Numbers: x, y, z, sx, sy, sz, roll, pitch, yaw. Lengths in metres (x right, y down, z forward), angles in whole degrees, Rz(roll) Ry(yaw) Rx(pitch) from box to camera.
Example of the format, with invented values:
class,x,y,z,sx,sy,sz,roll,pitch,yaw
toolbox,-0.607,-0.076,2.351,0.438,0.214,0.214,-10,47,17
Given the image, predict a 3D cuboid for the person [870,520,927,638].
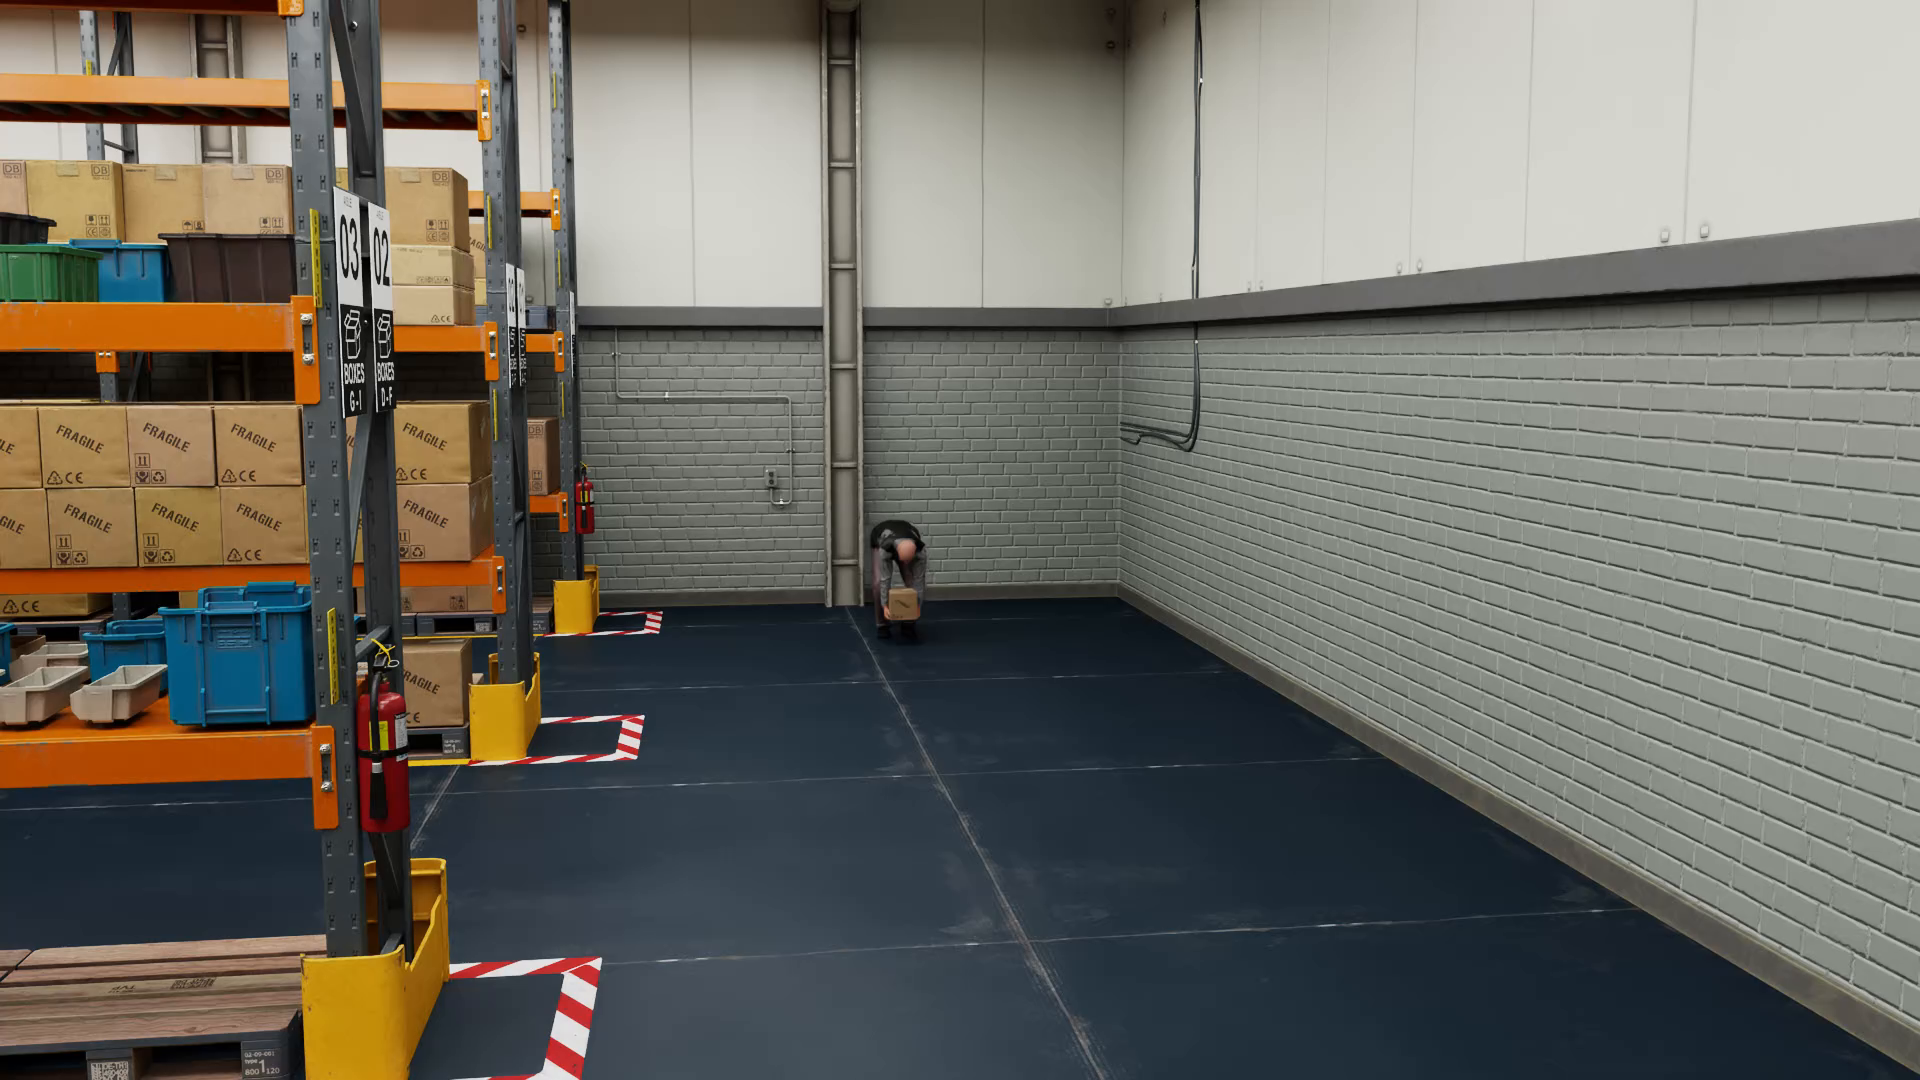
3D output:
class,x,y,z,sx,sy,sz,roll,pitch,yaw
person,-0.561,0.375,15.322,0.464,1.088,0.960,-1,7,-11
